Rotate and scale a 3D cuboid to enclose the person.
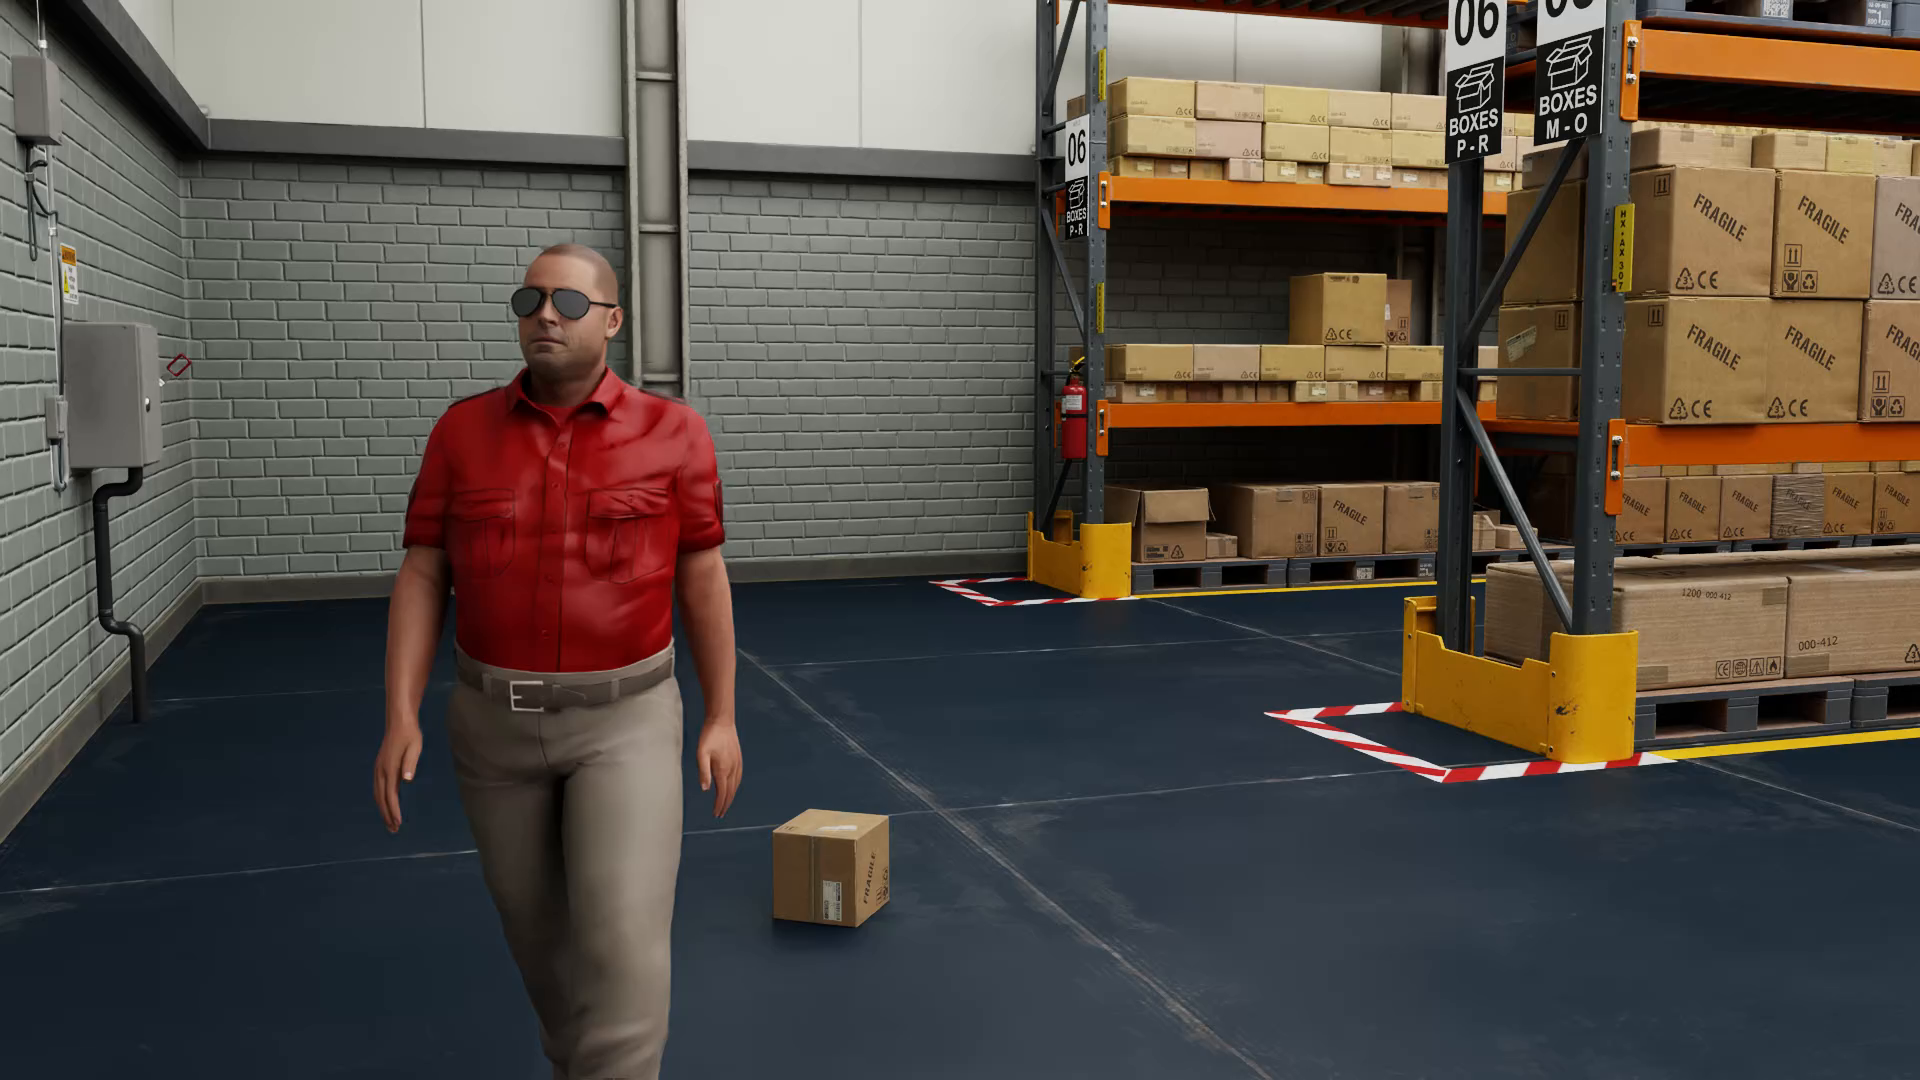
[{"bbox_3d":[-0.693,0.361,2.837,0.578,1.730,0.861,0,6,1],"label":"person"}]
